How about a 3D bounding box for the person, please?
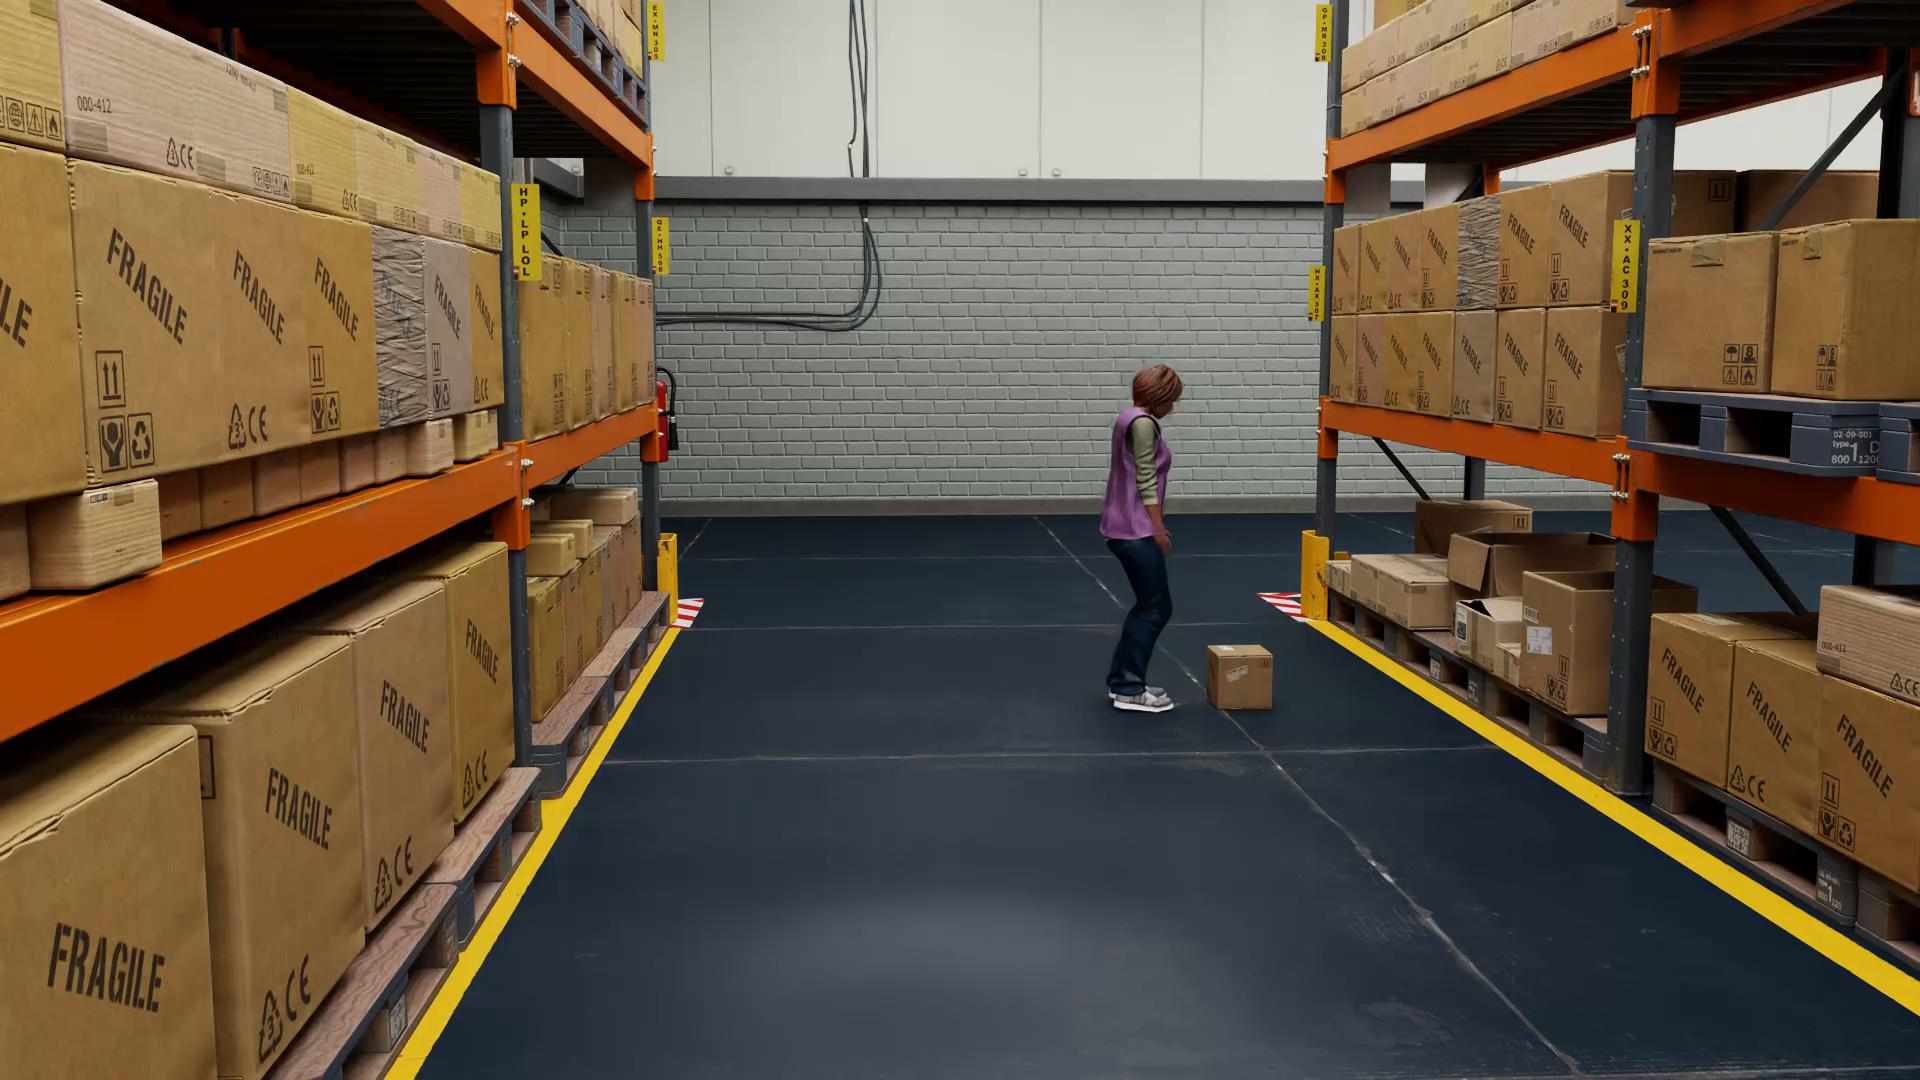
[{"bbox_3d":[0.819,-0.014,7.579,0.368,1.567,0.423,0,7,-2],"label":"person"}]
